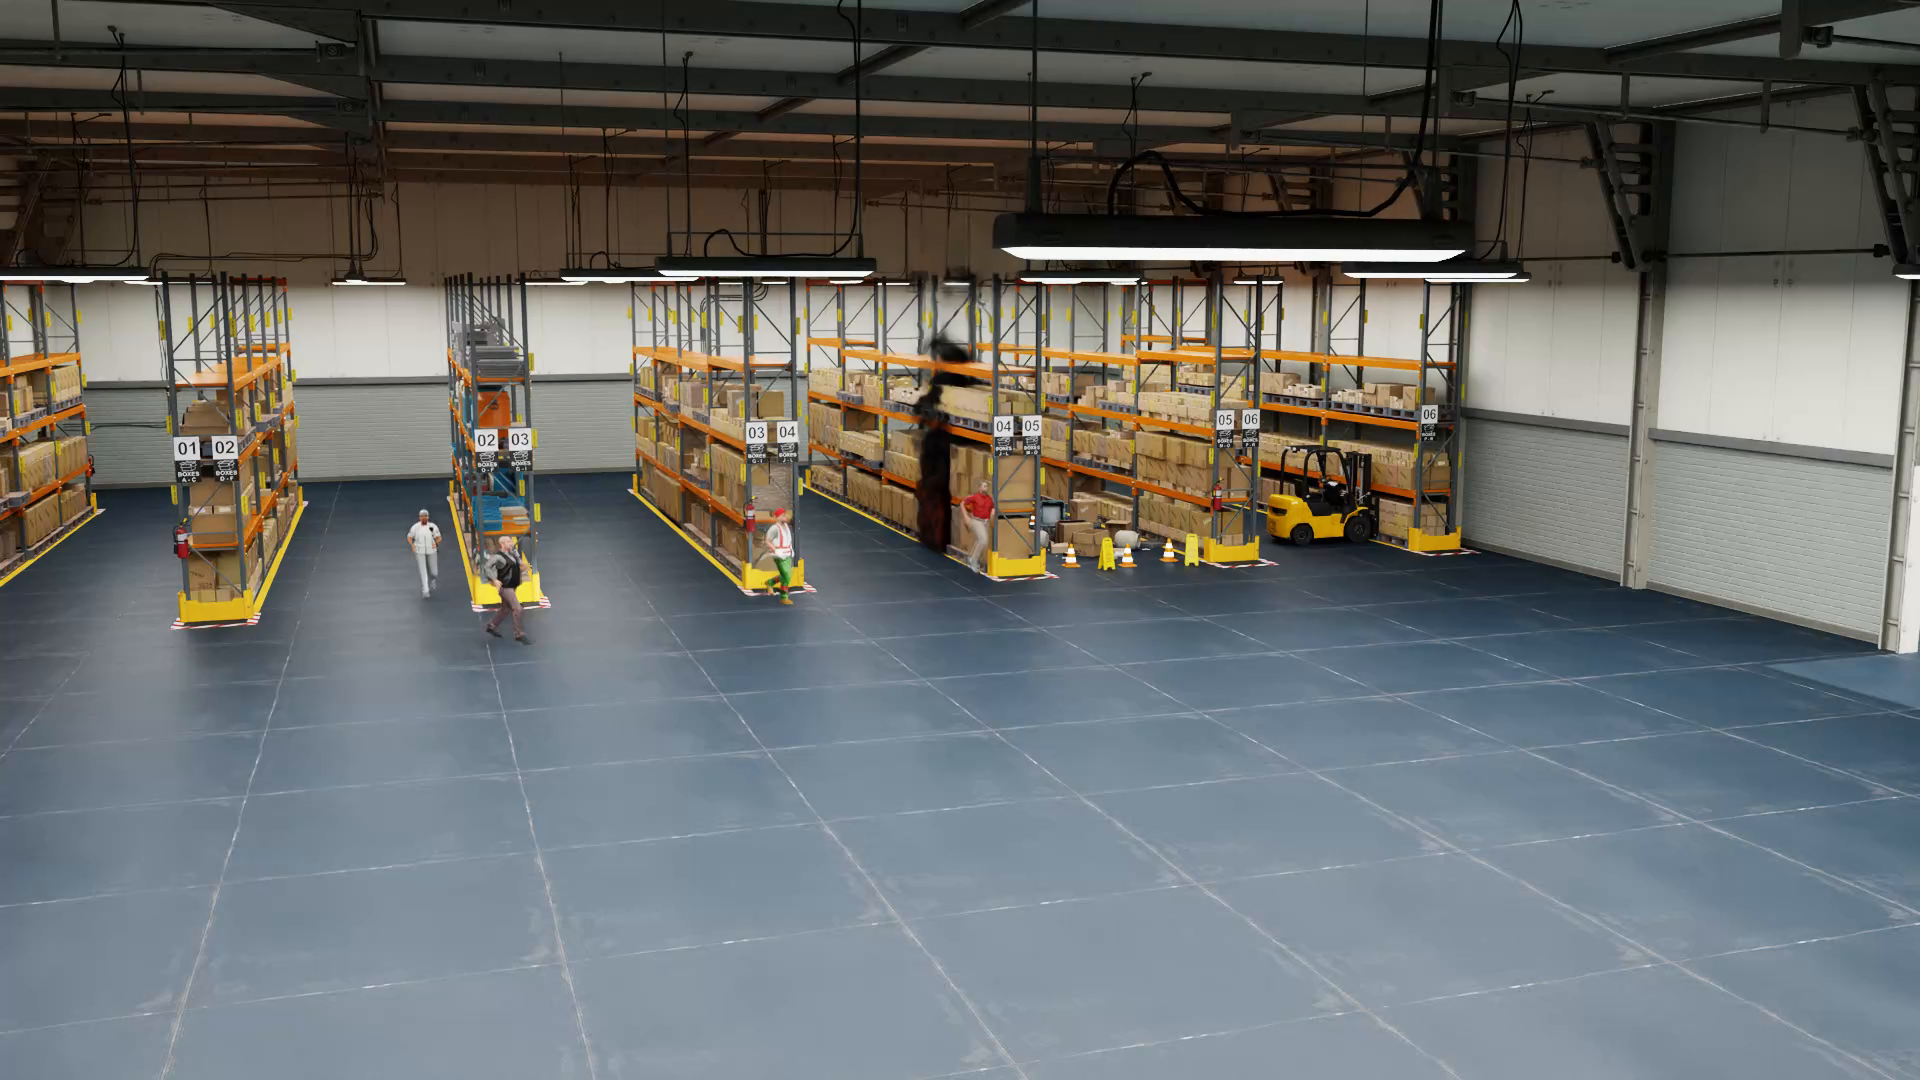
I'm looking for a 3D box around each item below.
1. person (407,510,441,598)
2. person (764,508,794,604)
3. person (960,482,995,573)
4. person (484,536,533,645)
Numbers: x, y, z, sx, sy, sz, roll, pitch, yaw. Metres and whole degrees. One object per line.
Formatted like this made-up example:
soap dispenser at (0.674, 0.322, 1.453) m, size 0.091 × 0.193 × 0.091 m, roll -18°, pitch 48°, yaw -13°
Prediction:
person at (-10.021, 0.237, 31.147) m, size 0.613 × 1.620 × 0.688 m, roll -3°, pitch 9°, yaw -21°
person at (-3.338, 0.285, 30.478) m, size 0.676 × 1.747 × 0.692 m, roll 4°, pitch 10°, yaw 26°
person at (0.421, -0.258, 32.469) m, size 0.600 × 1.762 × 0.674 m, roll 7°, pitch 11°, yaw 39°
person at (-7.333, 0.808, 26.938) m, size 0.875 × 1.753 × 0.641 m, roll 1°, pitch 9°, yaw 8°
